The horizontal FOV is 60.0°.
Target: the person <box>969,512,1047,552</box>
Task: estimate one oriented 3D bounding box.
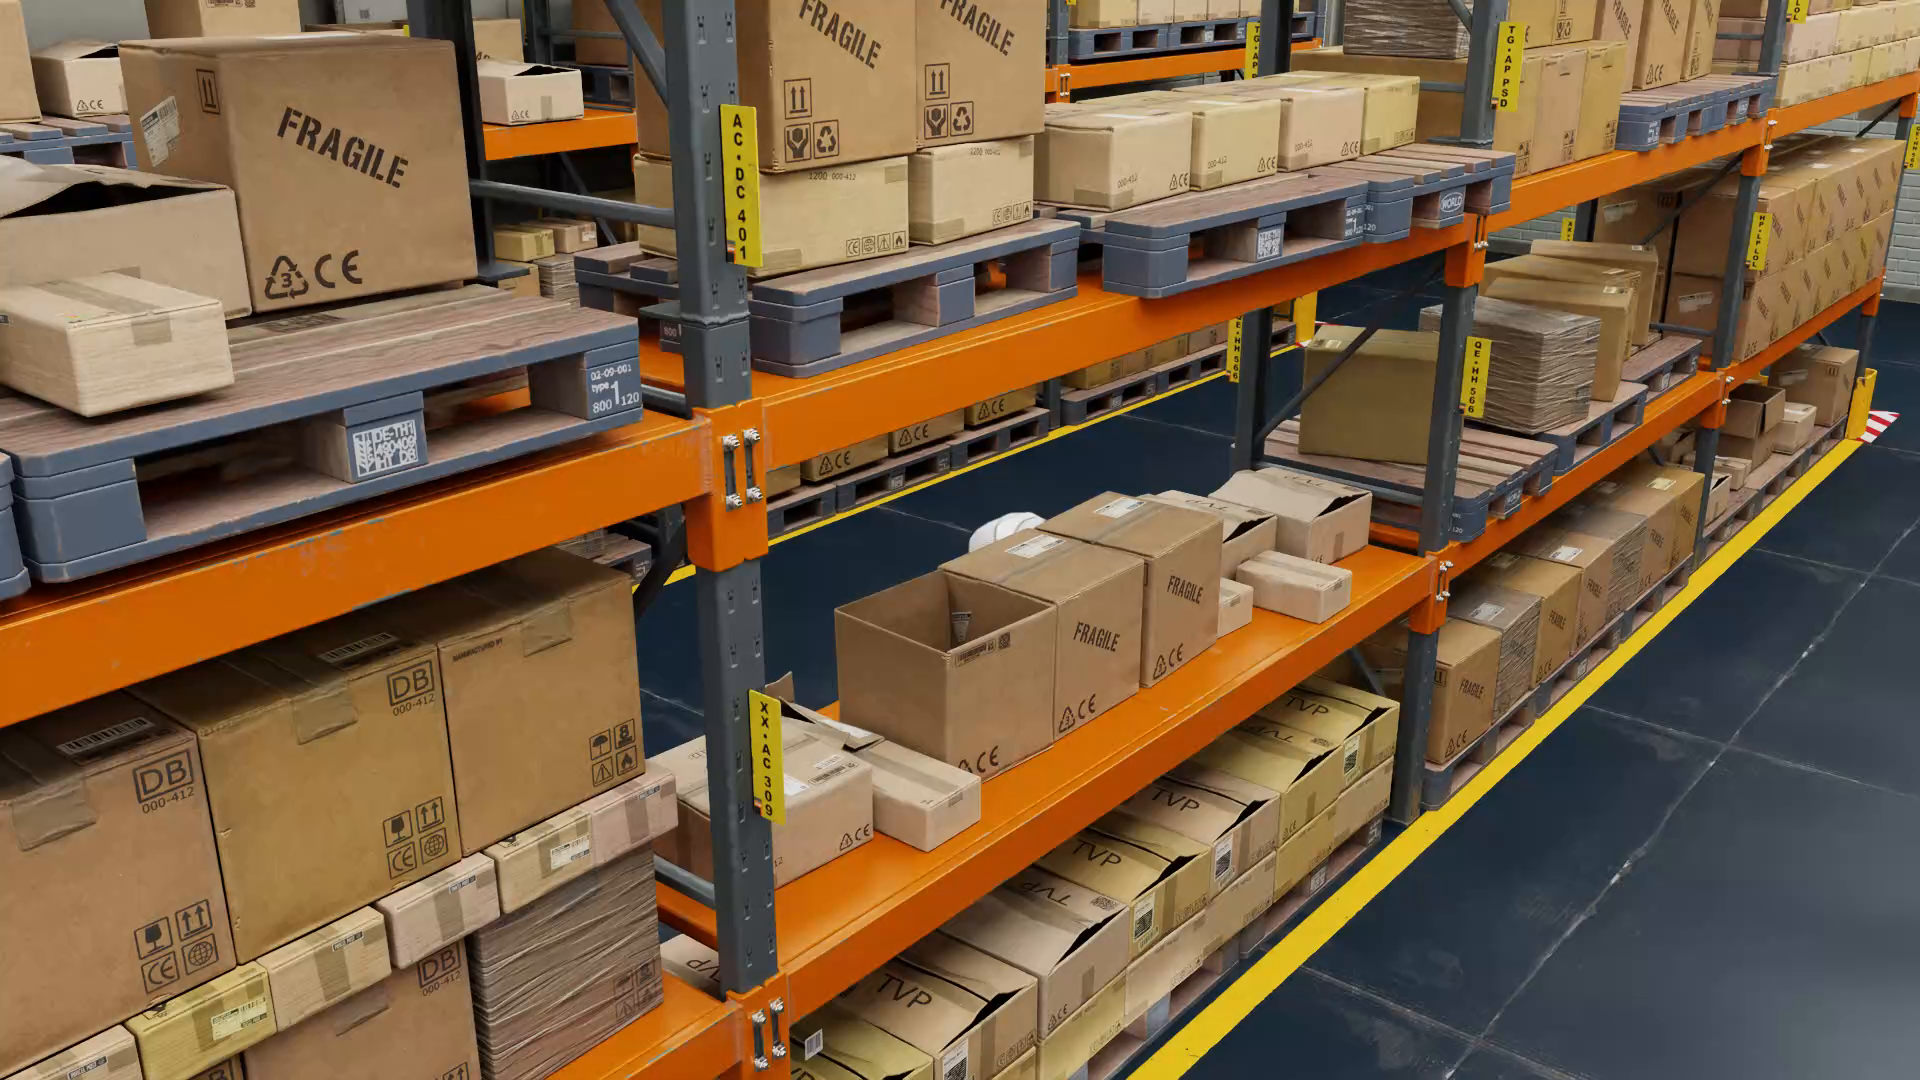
[{"bbox_3d":[0.500,0.305,8.986,0.942,0.833,0.523,15,25,35],"label":"person"}]
